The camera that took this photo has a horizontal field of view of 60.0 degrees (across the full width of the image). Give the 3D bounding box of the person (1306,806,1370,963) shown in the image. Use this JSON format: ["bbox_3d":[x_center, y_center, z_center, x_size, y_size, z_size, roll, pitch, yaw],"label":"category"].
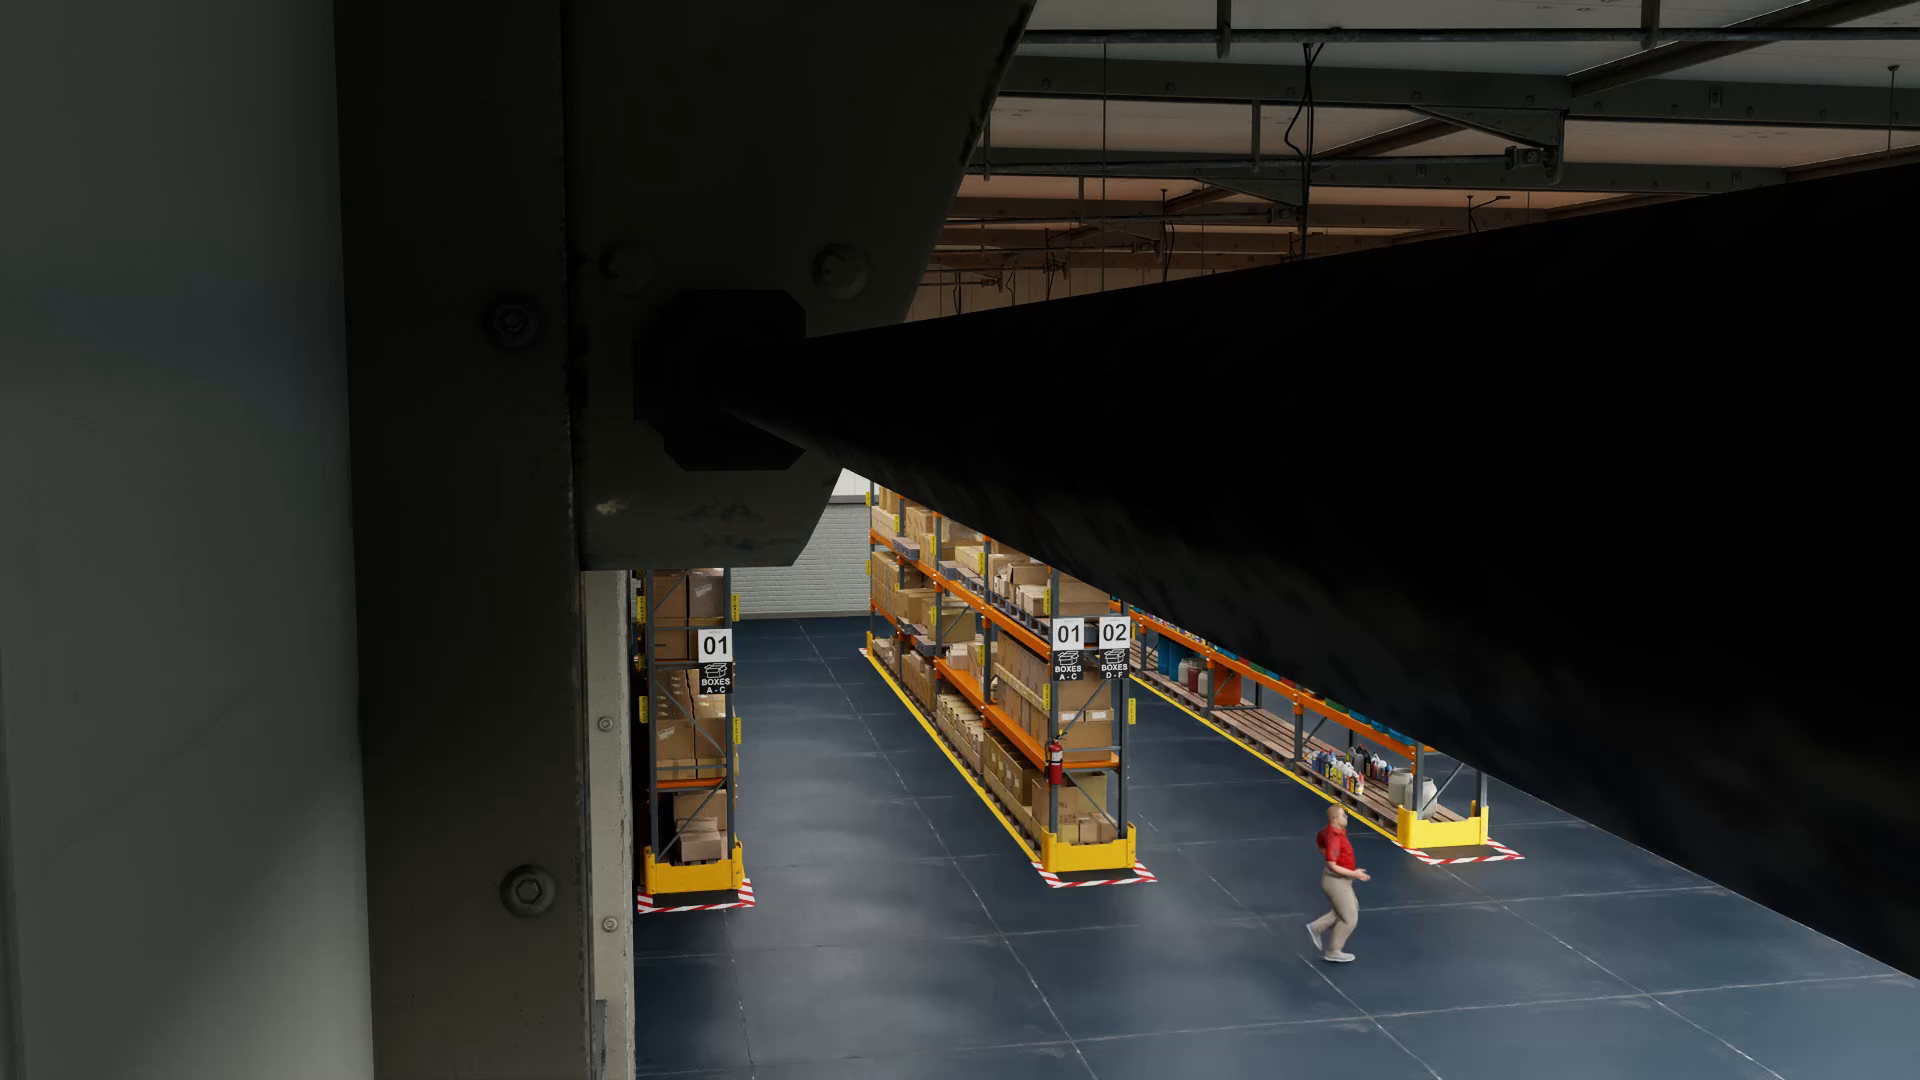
[{"bbox_3d":[4.030,3.649,17.689,0.600,1.675,0.655,1,6,7],"label":"person"}]
